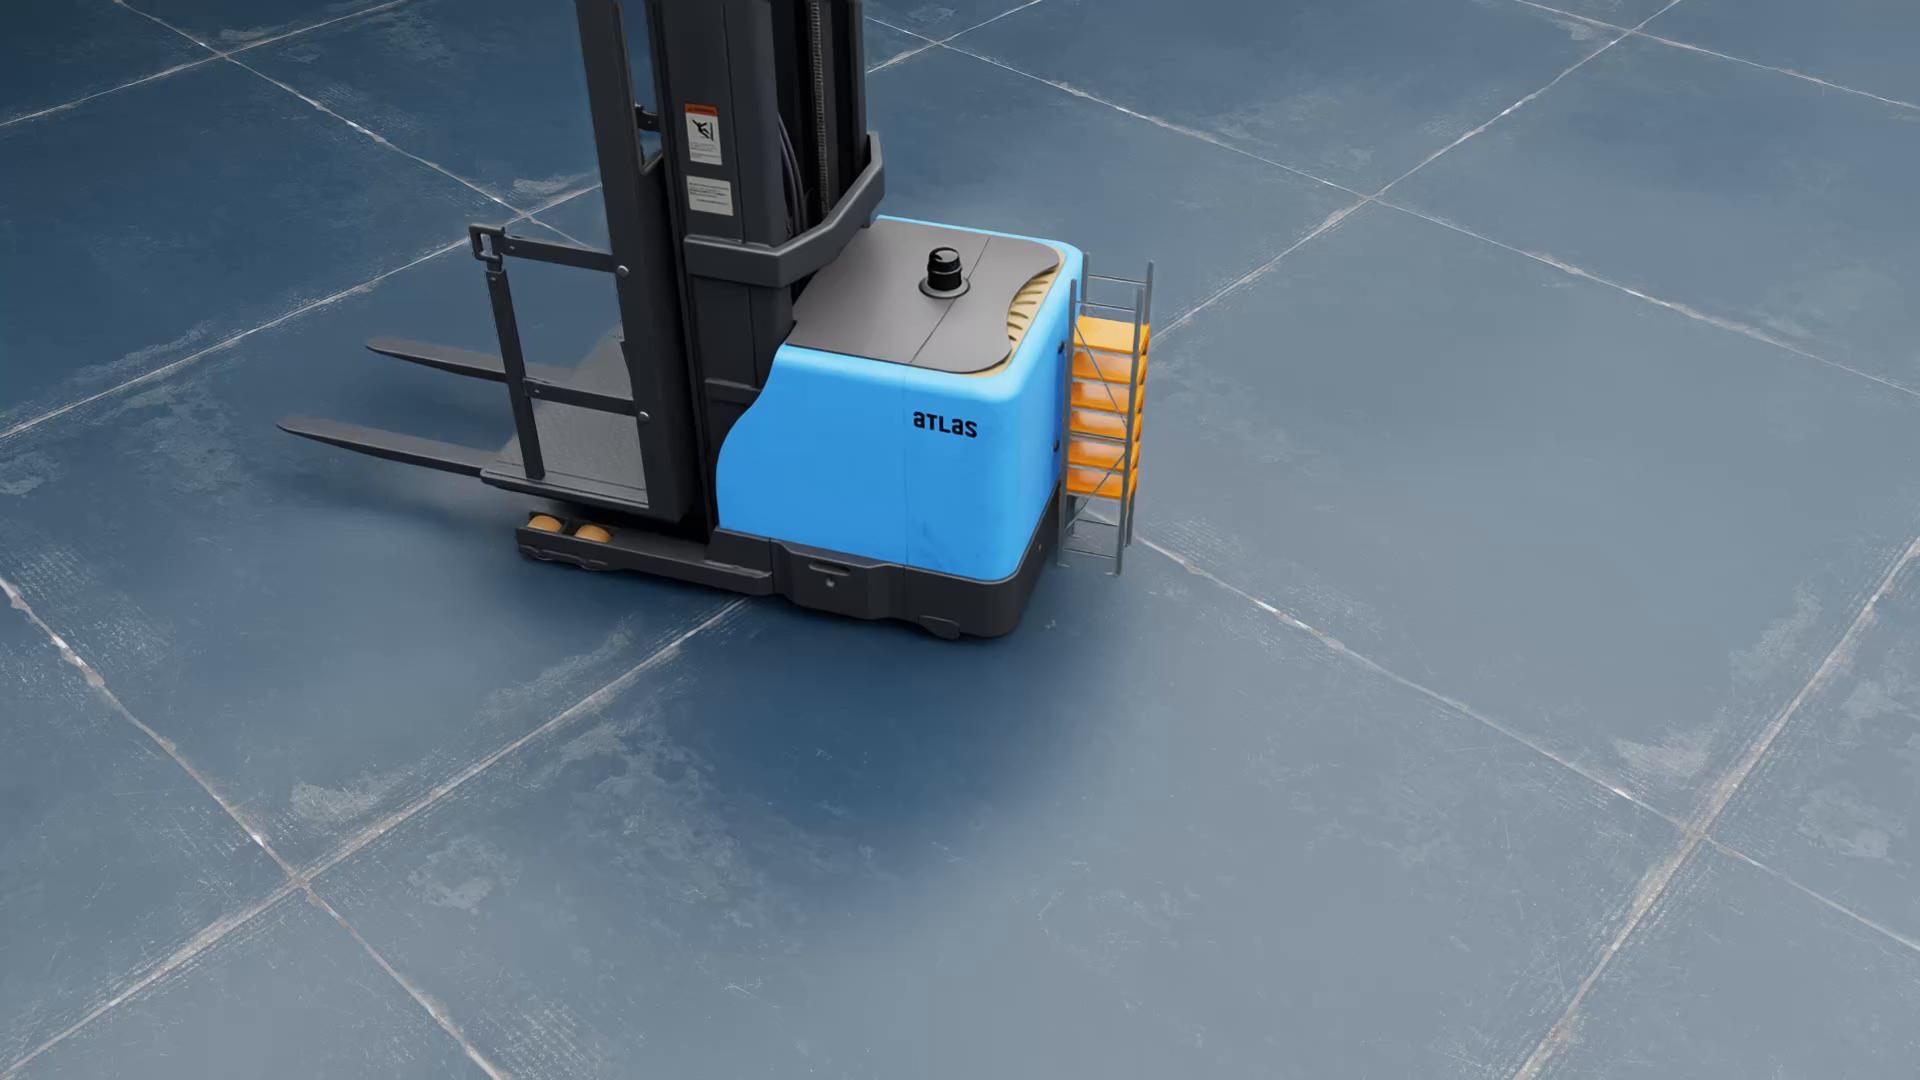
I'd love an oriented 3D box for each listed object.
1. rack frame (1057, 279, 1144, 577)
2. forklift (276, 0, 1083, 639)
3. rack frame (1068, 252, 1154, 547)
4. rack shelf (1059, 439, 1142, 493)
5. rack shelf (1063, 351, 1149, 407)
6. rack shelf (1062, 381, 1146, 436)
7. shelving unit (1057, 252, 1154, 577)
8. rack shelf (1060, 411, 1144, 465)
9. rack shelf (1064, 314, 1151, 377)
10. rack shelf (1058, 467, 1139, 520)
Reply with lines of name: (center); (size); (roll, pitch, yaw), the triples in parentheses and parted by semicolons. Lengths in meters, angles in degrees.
rack frame: (0.474, -0.355, 5.733); (0.240, 1.200, 0.006); (10, 40, 12)
forklift: (-1.116, -1.335, 5.574); (3.031, 2.935, 1.130); (11, 40, 14)
rack frame: (0.524, -0.465, 5.871); (0.240, 1.200, 0.006); (10, 40, 12)
rack shelf: (0.499, -0.281, 5.904); (0.258, 0.103, 0.180); (10, 40, 12)
rack shelf: (0.499, -0.563, 5.680); (0.258, 0.103, 0.180); (10, 40, 12)
rack shelf: (0.499, -0.469, 5.755); (0.258, 0.103, 0.180); (10, 40, 12)
shelving unit: (0.499, -0.410, 5.802); (0.258, 1.200, 0.189); (10, 40, 12)
rack shelf: (0.499, -0.375, 5.829); (0.258, 0.103, 0.180); (10, 40, 12)
rack shelf: (0.499, -0.657, 5.605); (0.258, 0.103, 0.180); (10, 40, 12)
rack shelf: (0.498, -0.187, 5.978); (0.258, 0.103, 0.180); (10, 40, 12)
